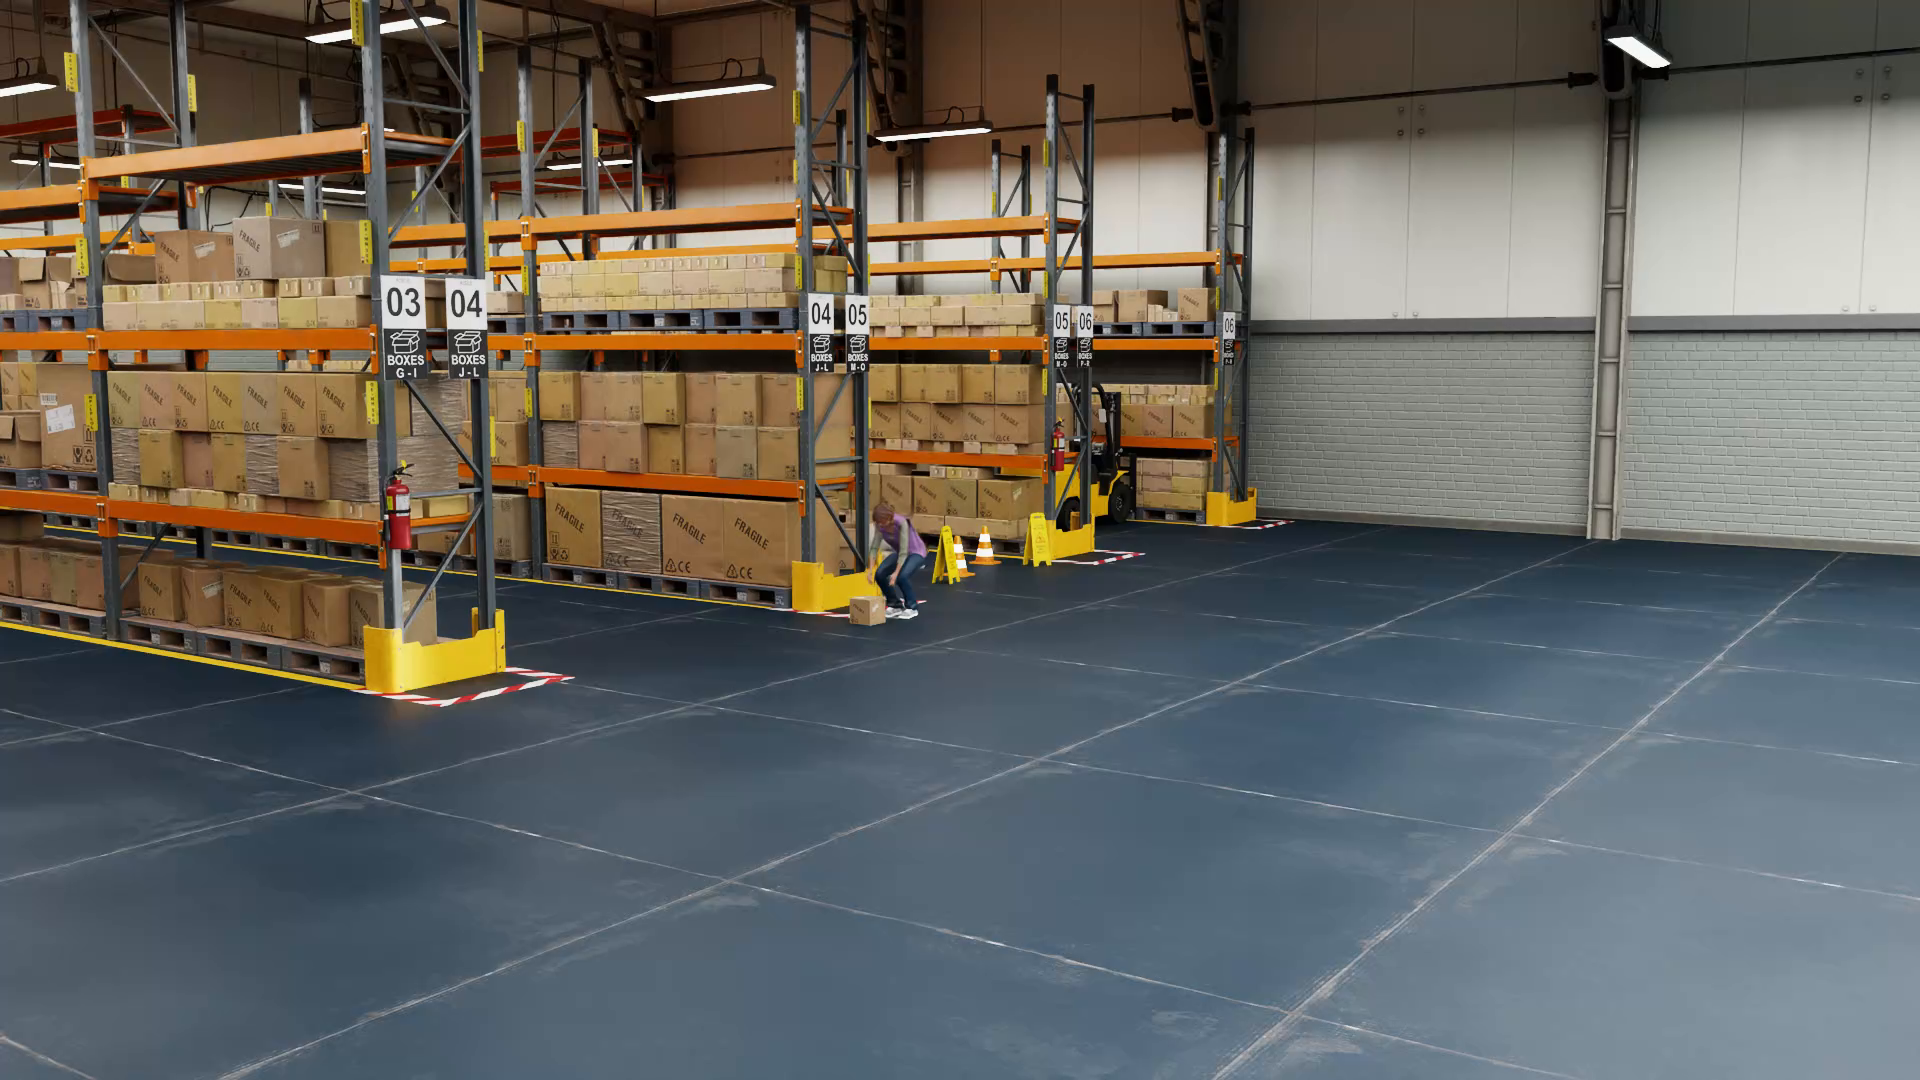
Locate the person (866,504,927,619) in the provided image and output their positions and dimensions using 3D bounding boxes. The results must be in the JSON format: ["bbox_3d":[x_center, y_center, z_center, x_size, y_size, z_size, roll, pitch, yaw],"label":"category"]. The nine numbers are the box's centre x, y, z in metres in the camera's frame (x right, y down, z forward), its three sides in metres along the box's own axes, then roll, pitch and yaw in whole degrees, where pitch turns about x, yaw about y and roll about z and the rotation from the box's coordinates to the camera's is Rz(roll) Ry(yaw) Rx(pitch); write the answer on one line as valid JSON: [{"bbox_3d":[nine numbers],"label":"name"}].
[{"bbox_3d":[-0.604,0.207,16.401,0.461,1.143,0.725,5,8,39],"label":"person"}]
